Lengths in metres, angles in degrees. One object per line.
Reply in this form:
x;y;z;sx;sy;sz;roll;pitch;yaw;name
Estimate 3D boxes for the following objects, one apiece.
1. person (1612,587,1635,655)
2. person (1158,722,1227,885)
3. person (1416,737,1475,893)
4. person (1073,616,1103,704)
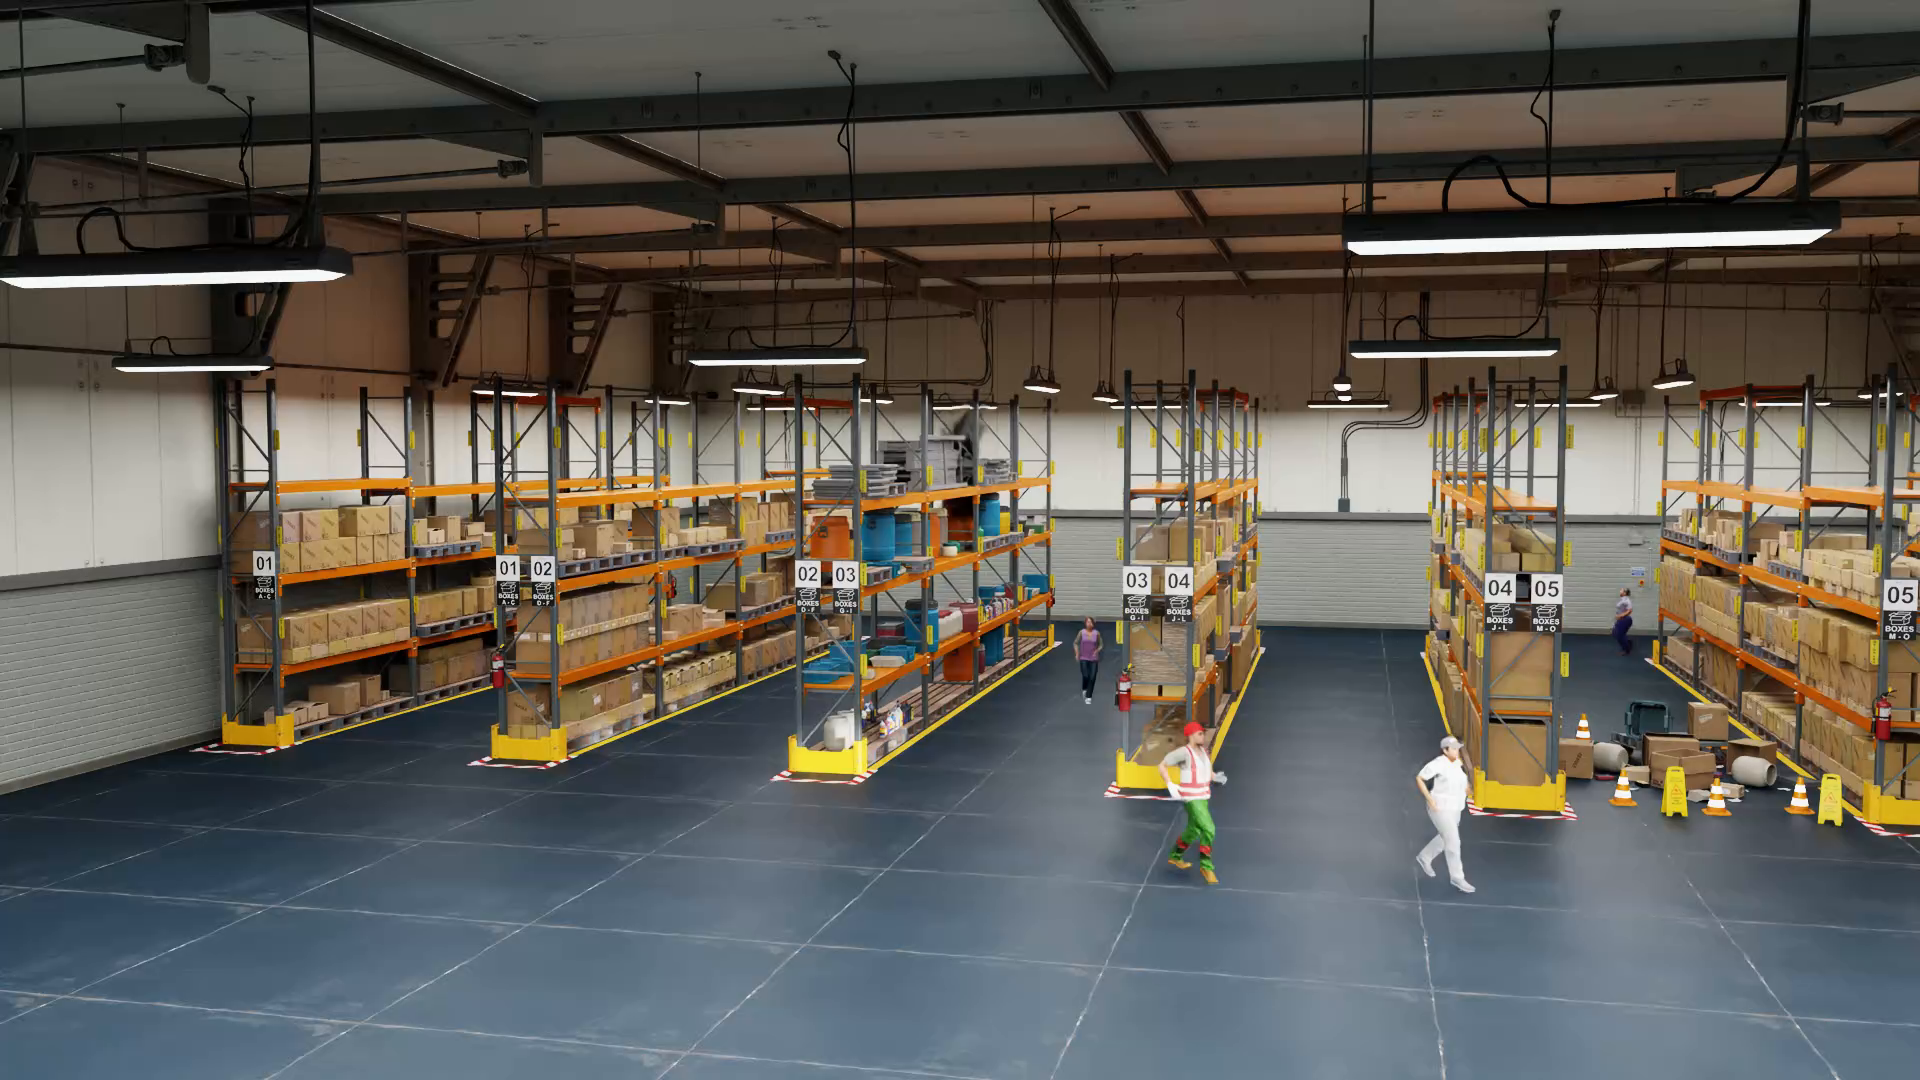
15.466;1.891;38.666;0.522;1.600;0.636;1;4;15;person
2.667;2.987;19.001;0.779;1.821;0.669;3;4;40;person
5.464;3.035;18.693;0.615;1.674;0.867;-3;4;-39;person
2.297;2.153;29.669;0.533;1.569;0.494;0;3;0;person
